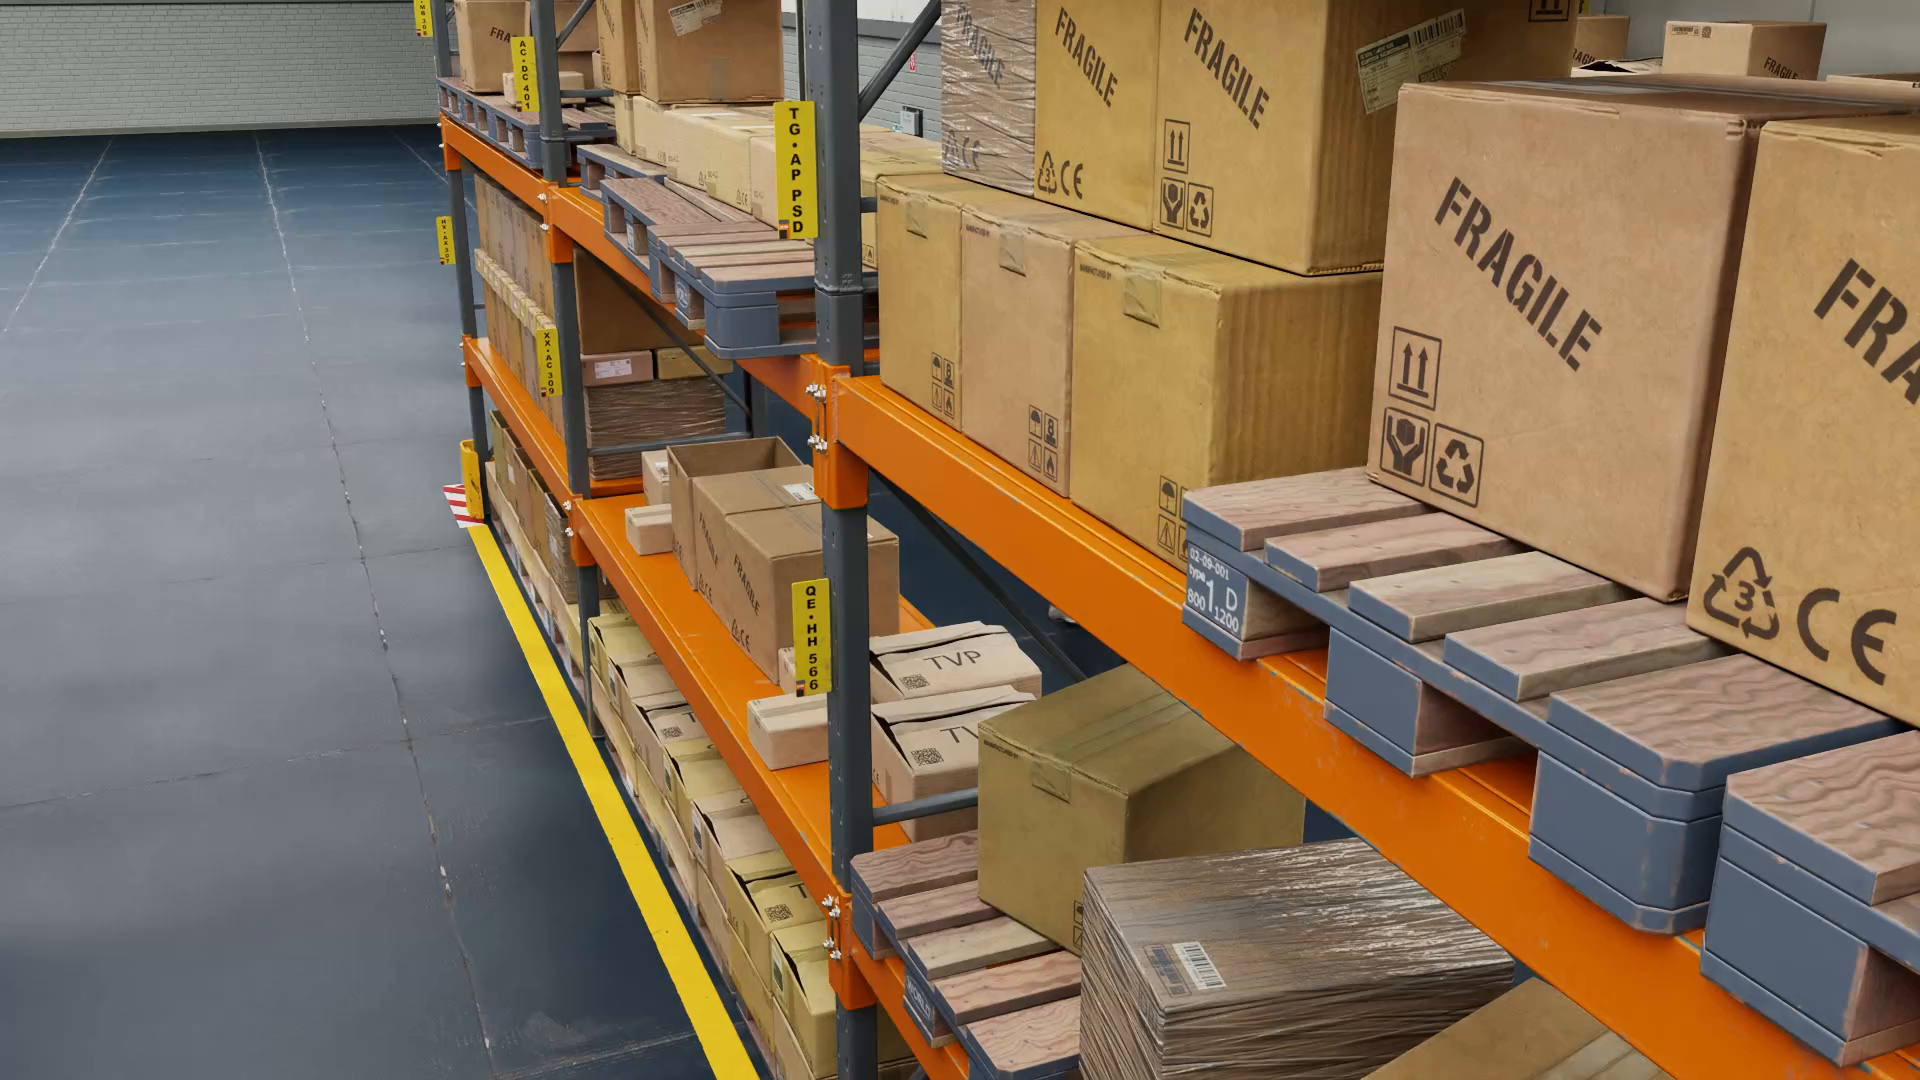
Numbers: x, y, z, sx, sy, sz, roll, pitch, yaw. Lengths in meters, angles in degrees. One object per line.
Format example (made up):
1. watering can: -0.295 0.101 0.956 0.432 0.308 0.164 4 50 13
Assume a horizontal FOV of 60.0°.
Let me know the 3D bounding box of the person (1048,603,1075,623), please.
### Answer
1. person: 0.665 -0.284 9.820 0.405 1.588 0.414 -1 19 -4
